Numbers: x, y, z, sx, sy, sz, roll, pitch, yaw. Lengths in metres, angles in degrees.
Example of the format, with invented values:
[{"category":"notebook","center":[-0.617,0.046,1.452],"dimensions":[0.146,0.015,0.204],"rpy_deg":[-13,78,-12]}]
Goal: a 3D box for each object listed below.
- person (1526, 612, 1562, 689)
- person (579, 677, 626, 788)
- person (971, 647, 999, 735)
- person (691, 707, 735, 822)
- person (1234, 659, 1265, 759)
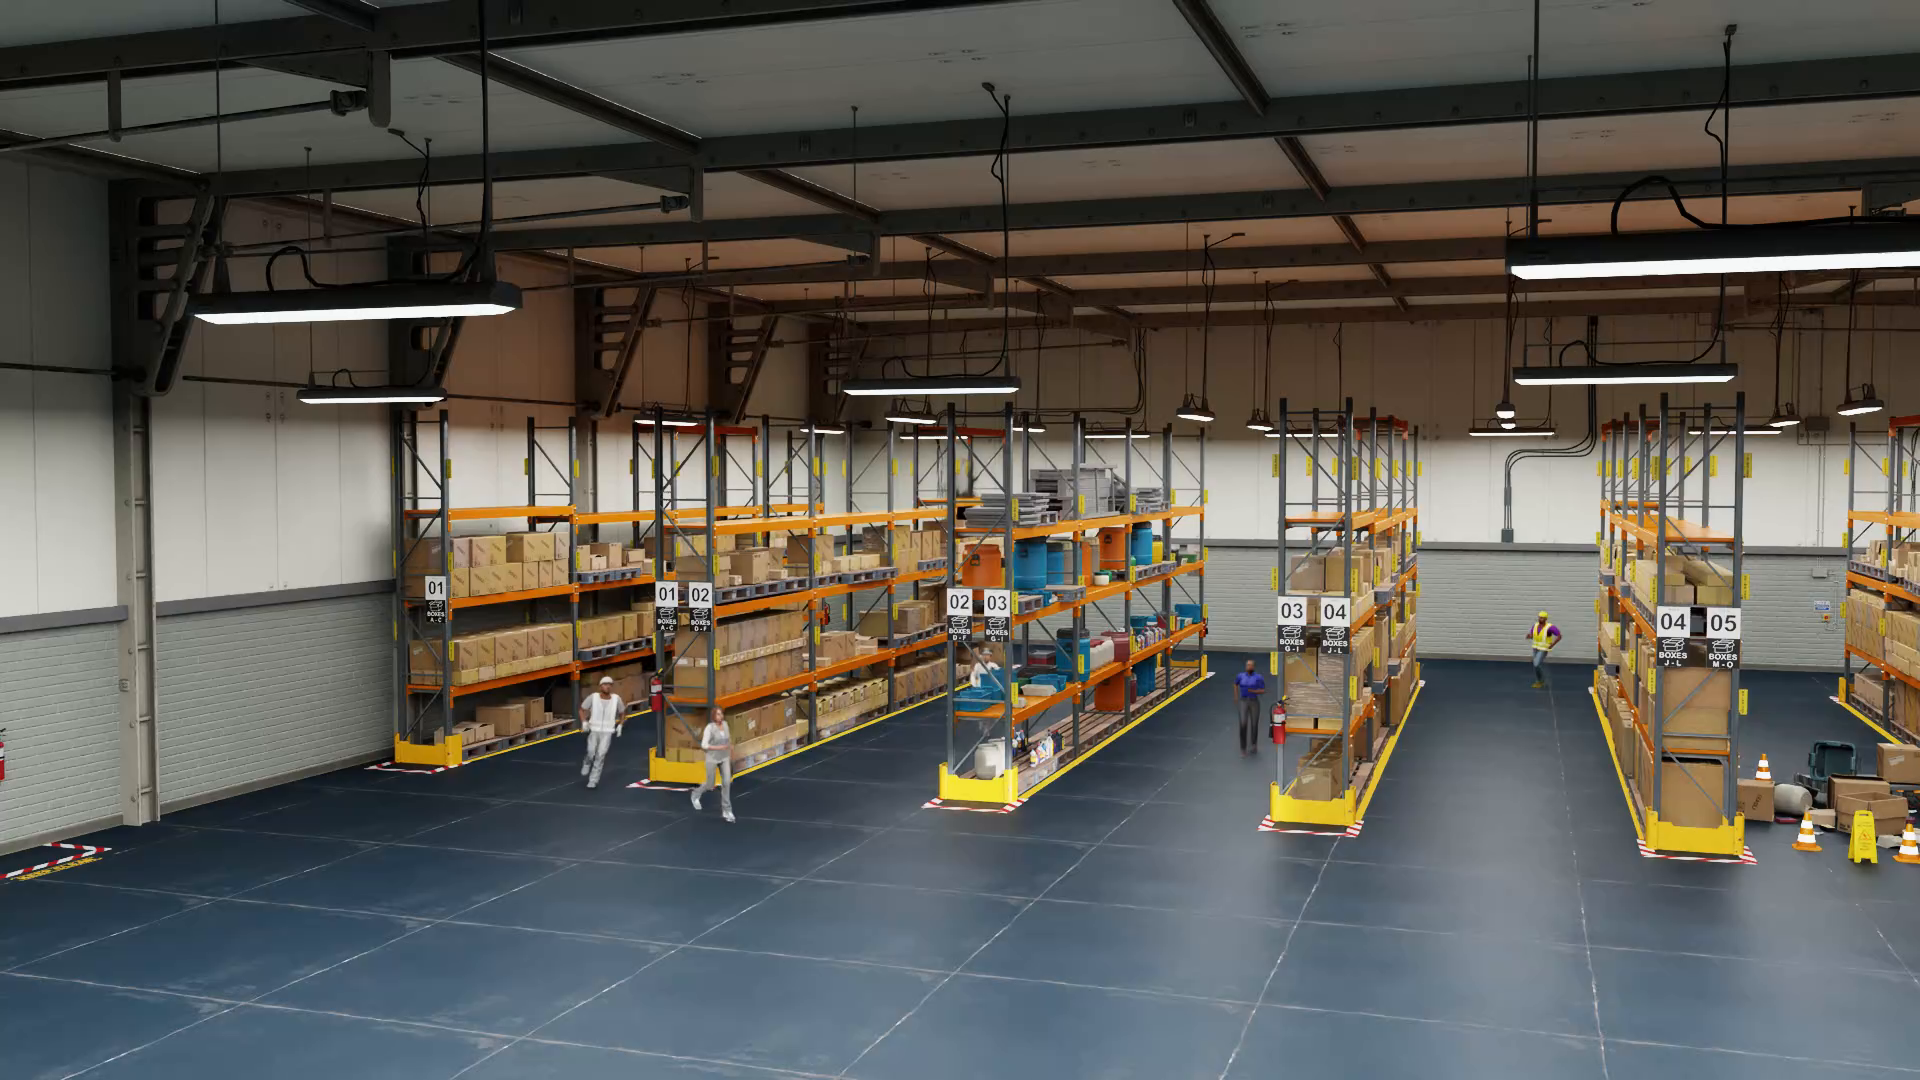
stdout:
[{"category":"person","center":[13.208,2.522,37.764],"dimensions":[0.712,1.804,0.706],"rpy_deg":[-1,3,-31]},{"category":"person","center":[-5.642,3.017,26.278],"dimensions":[0.732,1.714,0.710],"rpy_deg":[-1,3,-17]},{"category":"person","center":[0.477,2.839,31.166],"dimensions":[0.608,1.656,0.540],"rpy_deg":[0,2,7]},{"category":"person","center":[-3.504,3.181,23.821],"dimensions":[0.550,1.611,0.885],"rpy_deg":[-2,3,-40]},{"category":"person","center":[5.051,2.929,29.037],"dimensions":[0.549,1.718,0.762],"rpy_deg":[0,2,10]}]
